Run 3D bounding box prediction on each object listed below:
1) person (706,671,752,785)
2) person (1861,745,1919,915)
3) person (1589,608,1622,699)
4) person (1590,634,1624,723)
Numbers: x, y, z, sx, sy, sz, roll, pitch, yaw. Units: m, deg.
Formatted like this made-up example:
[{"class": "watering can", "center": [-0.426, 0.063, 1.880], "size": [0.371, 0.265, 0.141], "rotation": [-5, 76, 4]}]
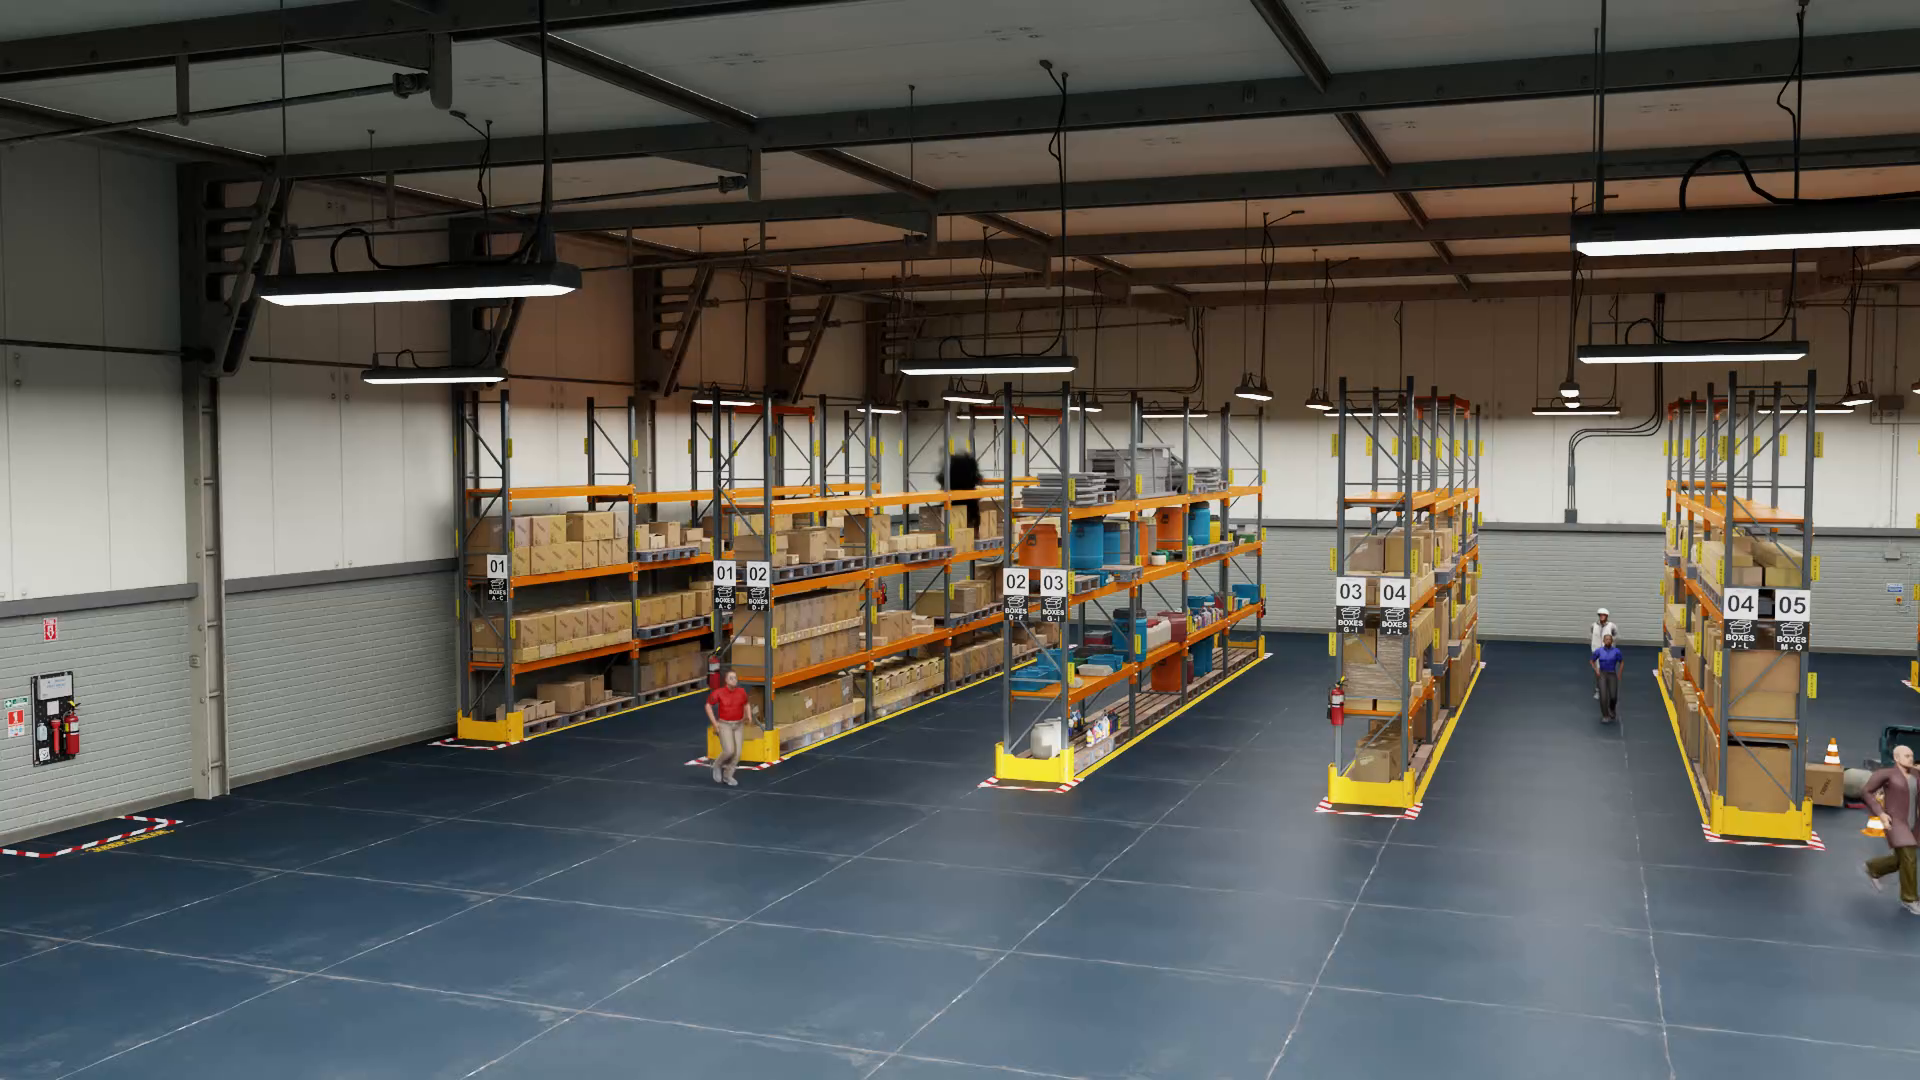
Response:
[{"class": "person", "center": [-3.393, 2.795, 24.746], "size": [0.675, 1.695, 0.593], "rotation": [-2, 4, -38]}, {"class": "person", "center": [10.259, 3.126, 18.218], "size": [0.722, 1.782, 0.947], "rotation": [-1, 3, -19]}, {"class": "person", "center": [12.983, 2.272, 33.493], "size": [0.638, 1.813, 0.871], "rotation": [2, 4, 27]}, {"class": "person", "center": [11.812, 2.521, 30.374], "size": [0.593, 1.618, 0.554], "rotation": [1, 3, 20]}]
